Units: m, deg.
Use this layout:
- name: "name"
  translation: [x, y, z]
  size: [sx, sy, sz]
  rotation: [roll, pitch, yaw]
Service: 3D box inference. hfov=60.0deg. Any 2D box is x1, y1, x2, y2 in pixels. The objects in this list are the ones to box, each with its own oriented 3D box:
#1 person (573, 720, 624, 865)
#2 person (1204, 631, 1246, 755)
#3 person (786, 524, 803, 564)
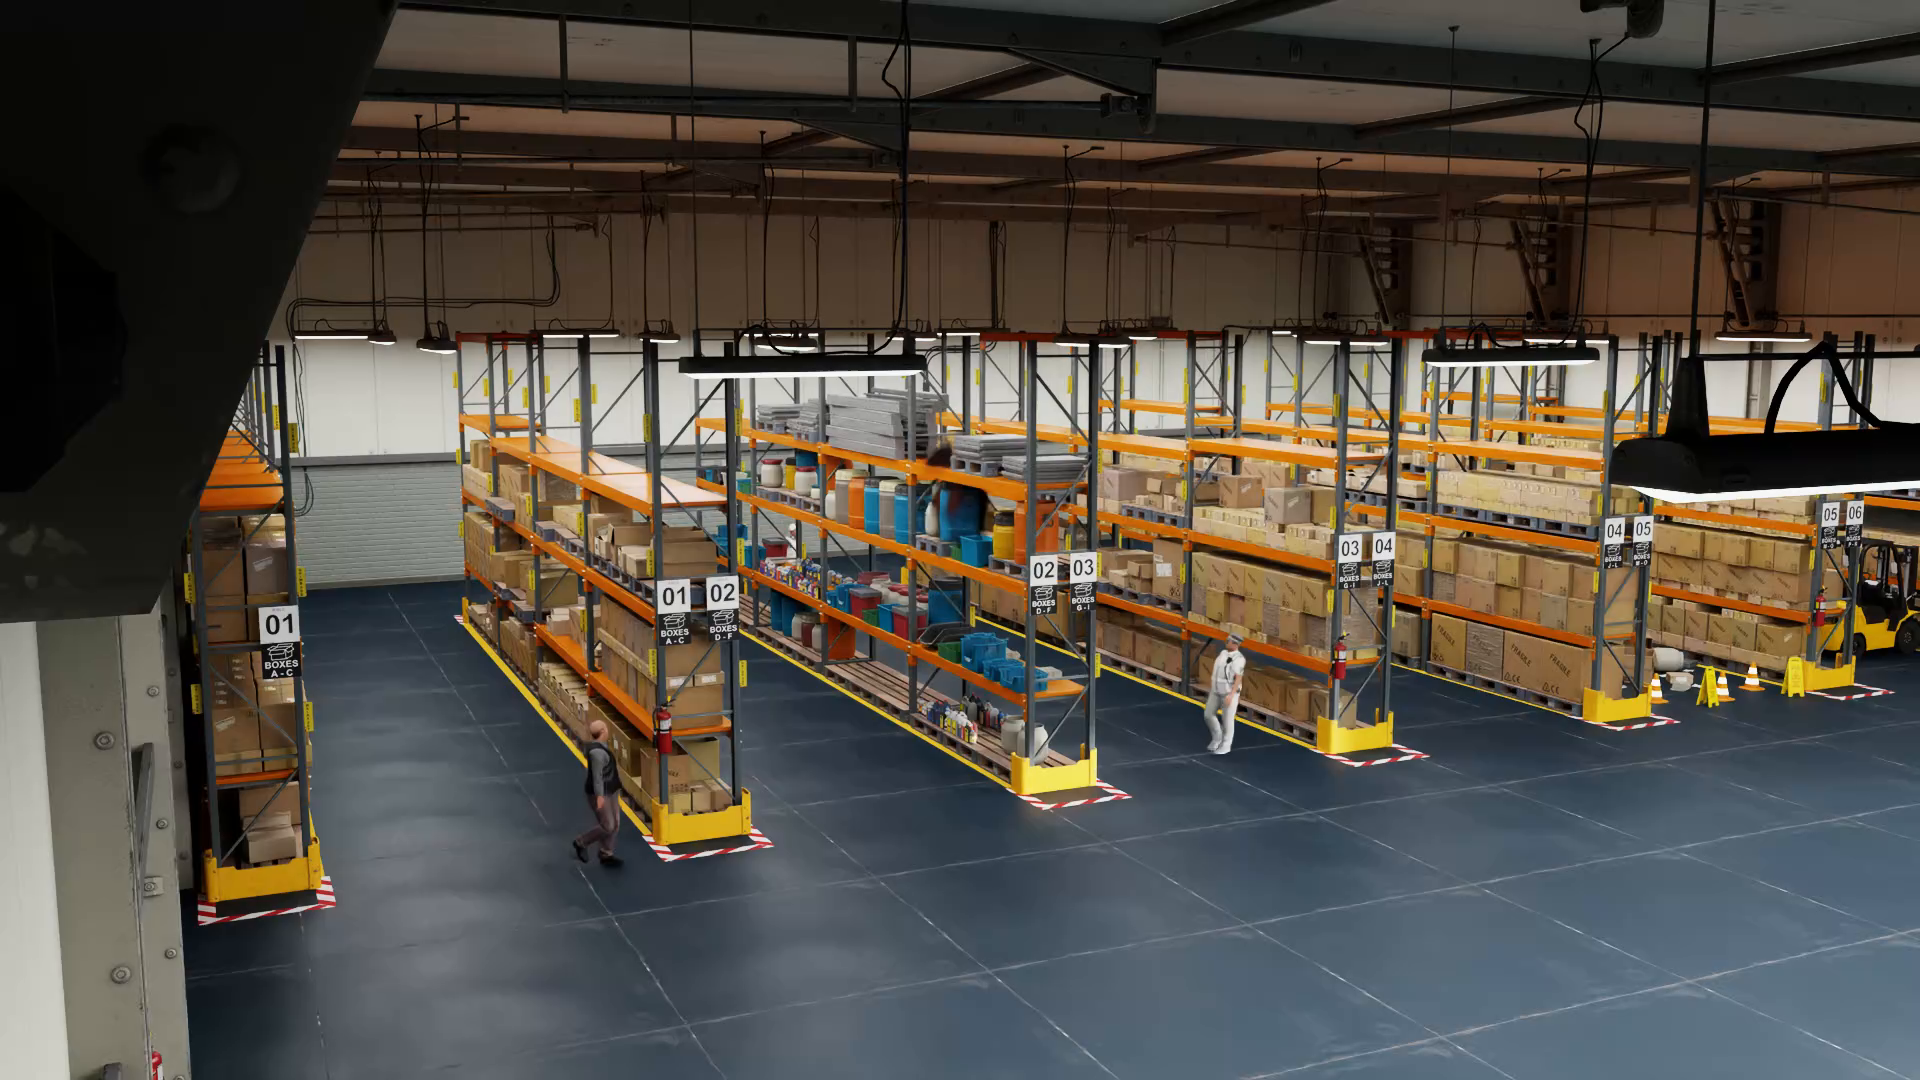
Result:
- name: "person"
  translation: [-4.170, 2.910, 19.153]
  size: [0.553, 1.703, 0.556]
  rotation: [2, 8, 15]
- name: "person"
  translation: [3.837, 2.227, 24.131]
  size: [0.547, 1.808, 0.581]
  rotation: [-7, 11, -44]
- name: "person"
  translation: [-3.599, 0.529, 36.636]
  size: [0.584, 1.789, 0.570]
  rotation: [4, 9, 27]
